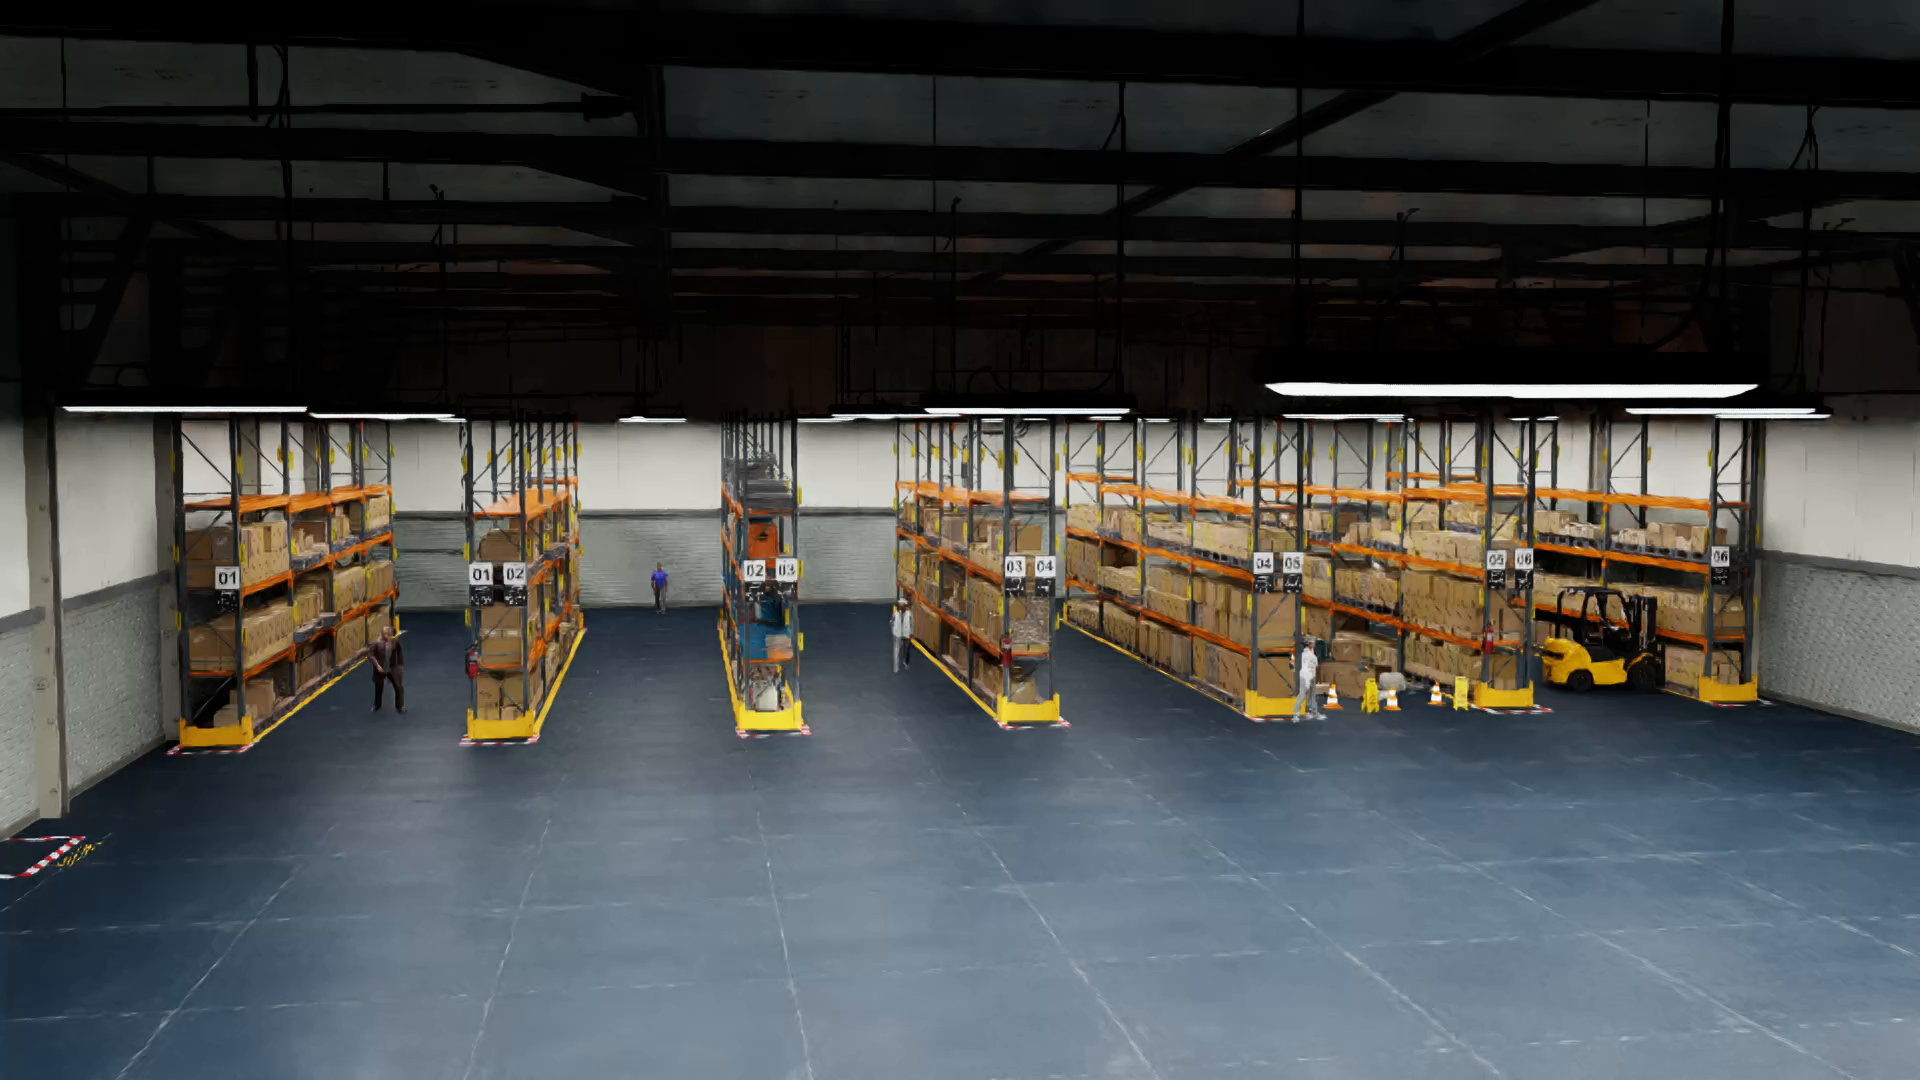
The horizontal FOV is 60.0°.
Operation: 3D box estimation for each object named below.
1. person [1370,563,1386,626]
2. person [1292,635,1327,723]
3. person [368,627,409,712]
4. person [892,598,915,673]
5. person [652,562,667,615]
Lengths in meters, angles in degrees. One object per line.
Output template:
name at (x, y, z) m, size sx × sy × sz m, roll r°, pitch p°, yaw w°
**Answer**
person at (11.754, 1.535, 47.049) m, size 0.554 × 1.784 × 0.638 m, roll 1°, pitch 4°, yaw 8°
person at (6.700, 2.649, 31.932) m, size 0.552 × 1.672 × 0.685 m, roll 2°, pitch 5°, yaw 28°
person at (-11.363, 2.608, 32.958) m, size 0.724 × 1.607 × 0.900 m, roll -2°, pitch 4°, yaw -26°
person at (-1.311, 2.184, 38.339) m, size 0.539 × 1.715 × 1.031 m, roll 0°, pitch 4°, yaw -1°
person at (-9.029, 1.438, 49.945) m, size 0.447 × 1.574 × 1.088 m, roll 0°, pitch 4°, yaw -7°
